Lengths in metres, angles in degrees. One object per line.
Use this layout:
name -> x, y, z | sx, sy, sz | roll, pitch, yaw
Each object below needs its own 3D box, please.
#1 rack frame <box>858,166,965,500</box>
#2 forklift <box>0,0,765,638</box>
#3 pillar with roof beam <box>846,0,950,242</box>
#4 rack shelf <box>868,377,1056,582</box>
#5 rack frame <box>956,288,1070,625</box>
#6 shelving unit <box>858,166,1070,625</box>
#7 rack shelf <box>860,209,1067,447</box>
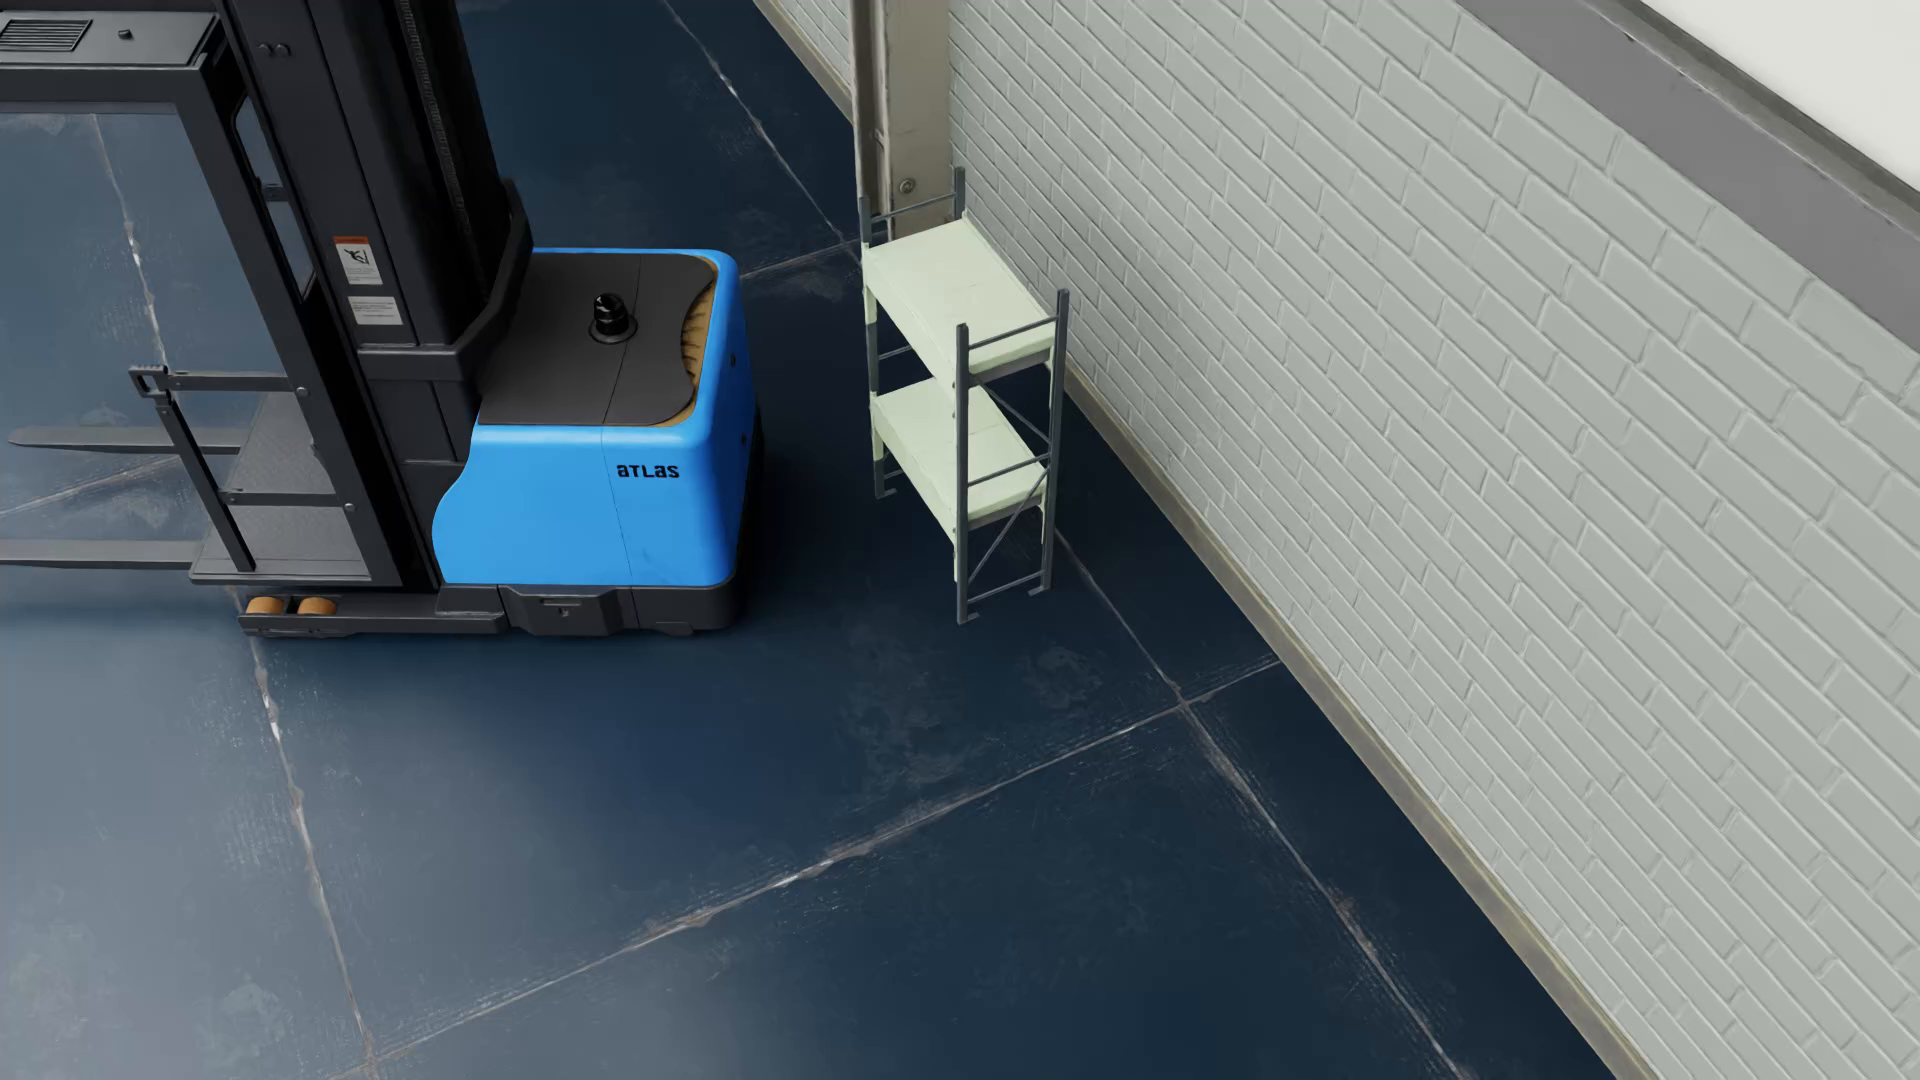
rack frame -> -0.164, -0.734, 6.288 | 0.400, 1.500, 0.023 | -21, 52, -18
forklift -> -2.329, -0.992, 5.563 | 3.031, 2.935, 1.130 | 1, 49, 1
pillar with roof beam -> -4.095, -2.993, 3.282 | 9.100, 9.000, 0.400 | -21, 52, -18
rack shelf -> 0.003, -0.275, 6.320 | 0.431, 0.370, 0.720 | -21, 52, -18
rack frame -> 0.171, -0.244, 5.860 | 0.400, 1.500, 0.023 | -21, 52, -18
shelving unit -> 0.003, -0.489, 6.074 | 0.431, 1.500, 0.755 | -21, 52, -18
rack shelf -> 0.003, -0.746, 5.780 | 0.431, 0.370, 0.720 | -21, 52, -18
